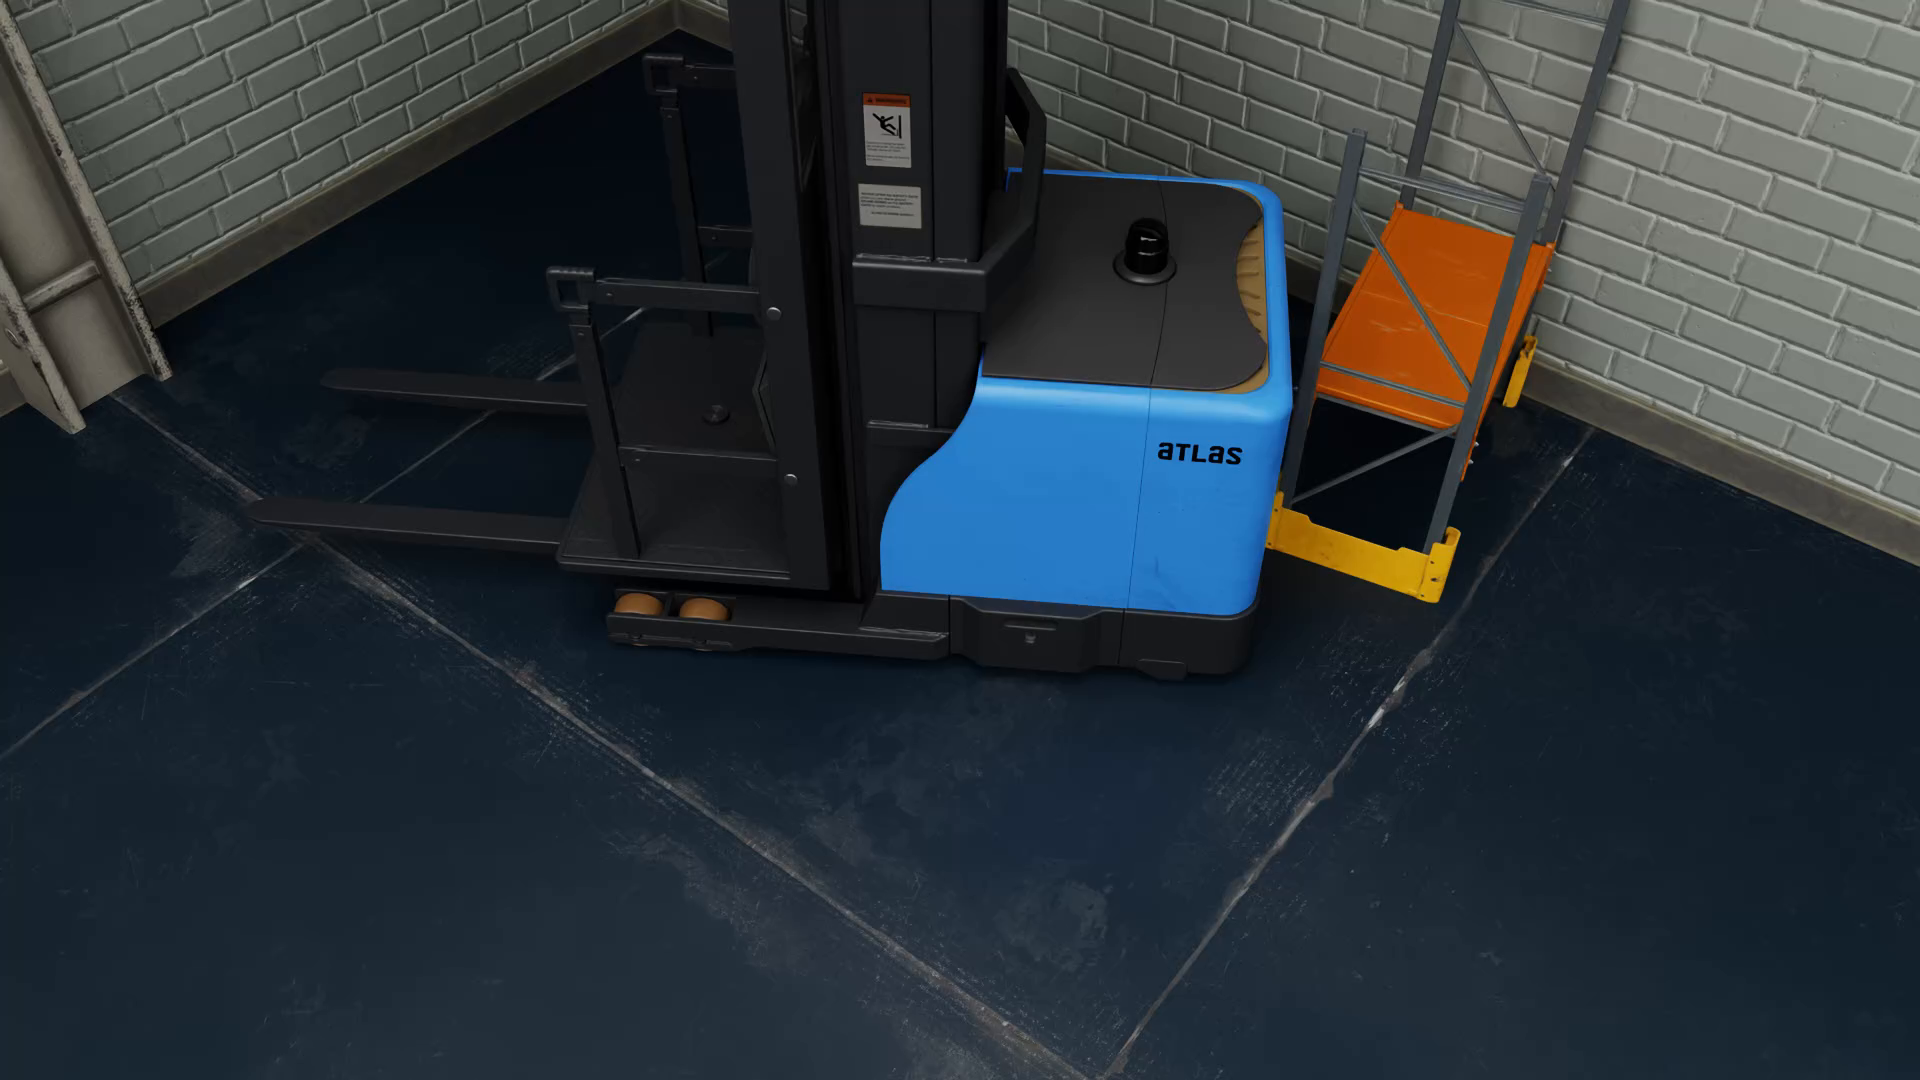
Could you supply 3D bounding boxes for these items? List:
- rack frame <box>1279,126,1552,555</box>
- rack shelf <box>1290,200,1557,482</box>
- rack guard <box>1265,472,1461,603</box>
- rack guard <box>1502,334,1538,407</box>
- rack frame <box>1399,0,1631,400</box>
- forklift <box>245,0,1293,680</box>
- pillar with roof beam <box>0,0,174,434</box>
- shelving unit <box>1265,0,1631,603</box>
[{"bbox_3d":[1.199,-0.429,4.622,0.500,1.500,0.032,20,49,18],"label":"rack frame"},{"bbox_3d":[1.425,-0.634,5.067,0.538,0.185,1.000,20,49,18],"label":"rack shelf"},{"bbox_3d":[1.208,-0.010,5.086,0.587,0.250,0.087,20,49,18],"label":"rack guard"},{"bbox_3d":[1.650,-0.655,5.703,0.587,0.250,0.087,20,49,18],"label":"rack guard"},{"bbox_3d":[1.651,-1.087,5.251,0.500,1.500,0.032,20,49,18],"label":"rack frame"},{"bbox_3d":[-0.619,-1.059,4.234,3.031,2.935,1.130,4,46,4],"label":"forklift"},{"bbox_3d":[0.423,-1.740,0.689,9.100,9.000,0.400,29,53,25],"label":"pillar with roof beam"},{"bbox_3d":[1.429,-0.764,4.943,0.587,1.500,1.083,20,49,18],"label":"shelving unit"}]
